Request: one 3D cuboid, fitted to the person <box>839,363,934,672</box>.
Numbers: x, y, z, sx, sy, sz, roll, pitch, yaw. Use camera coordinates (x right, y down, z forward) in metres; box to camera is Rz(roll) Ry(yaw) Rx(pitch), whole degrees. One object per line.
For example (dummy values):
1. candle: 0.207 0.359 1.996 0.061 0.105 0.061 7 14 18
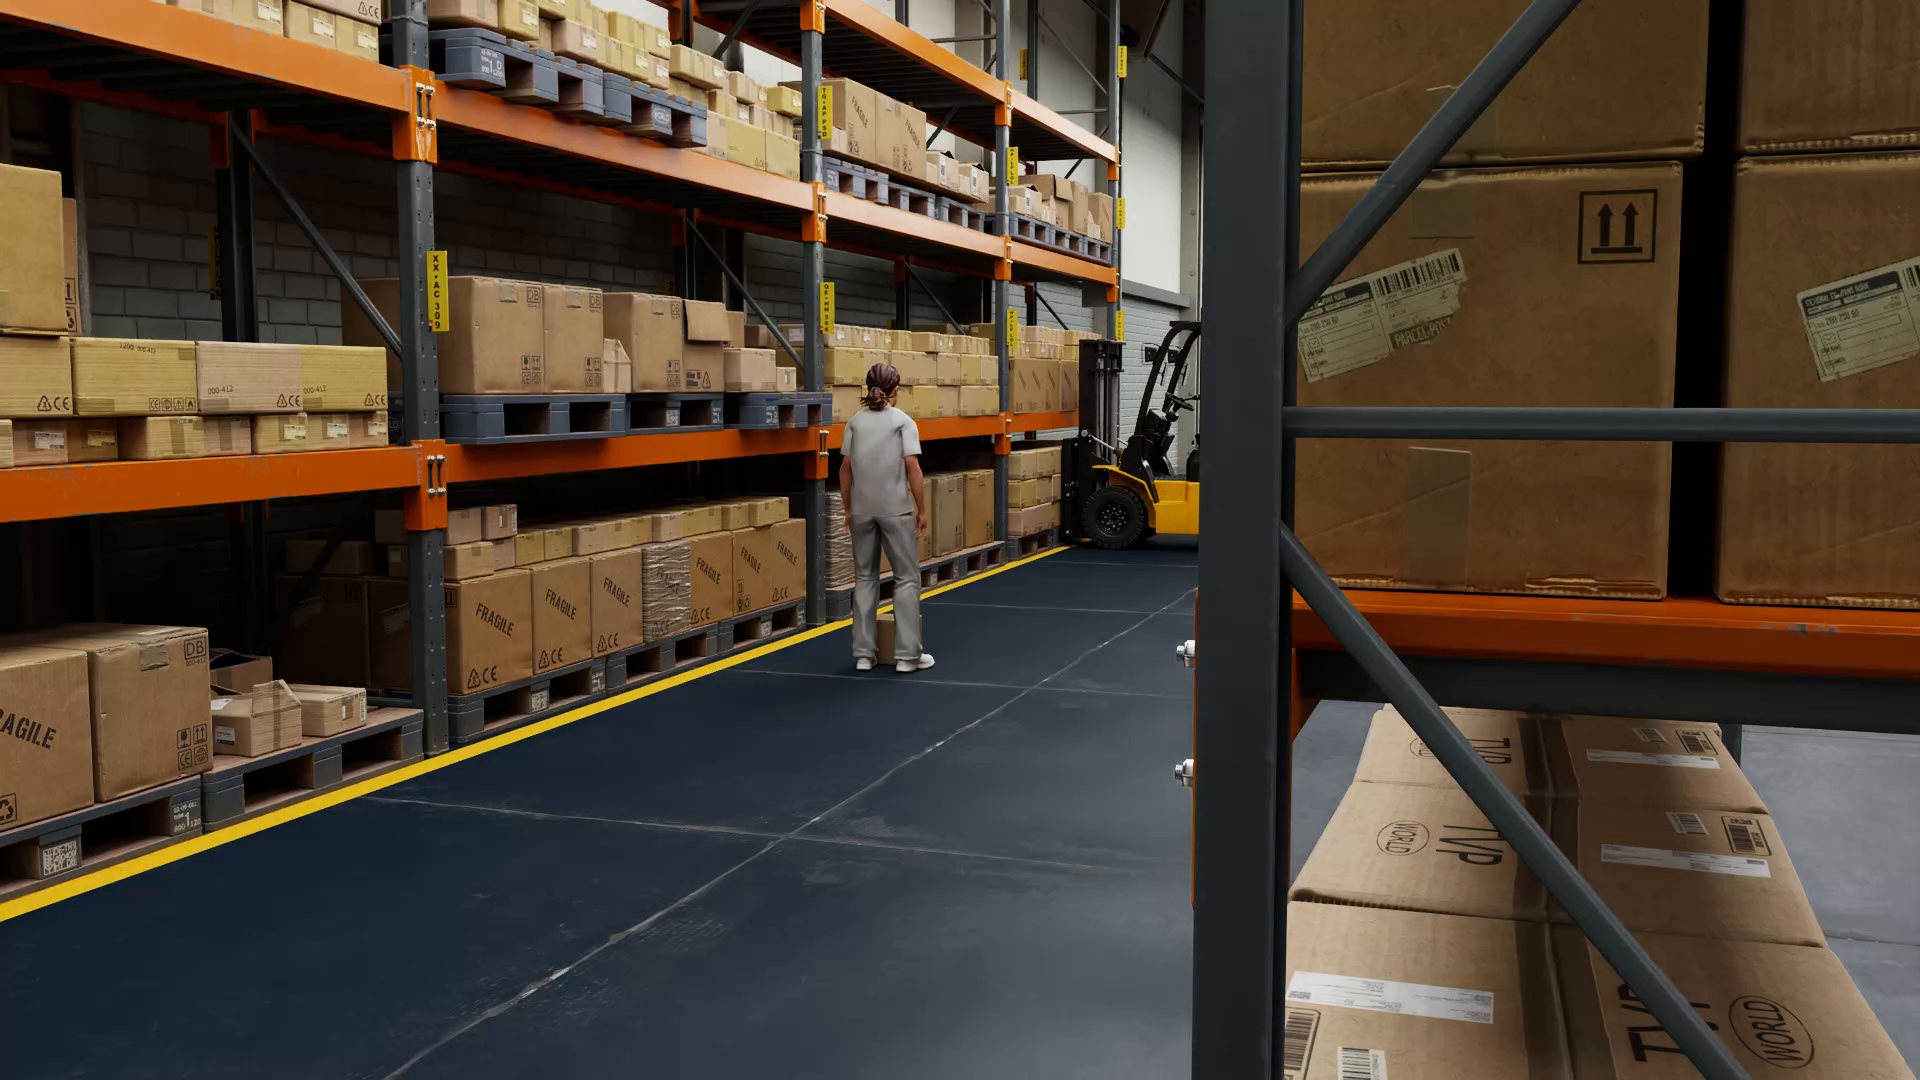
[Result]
1. person: -0.415 -0.126 9.069 0.486 1.672 0.363 2 6 18
